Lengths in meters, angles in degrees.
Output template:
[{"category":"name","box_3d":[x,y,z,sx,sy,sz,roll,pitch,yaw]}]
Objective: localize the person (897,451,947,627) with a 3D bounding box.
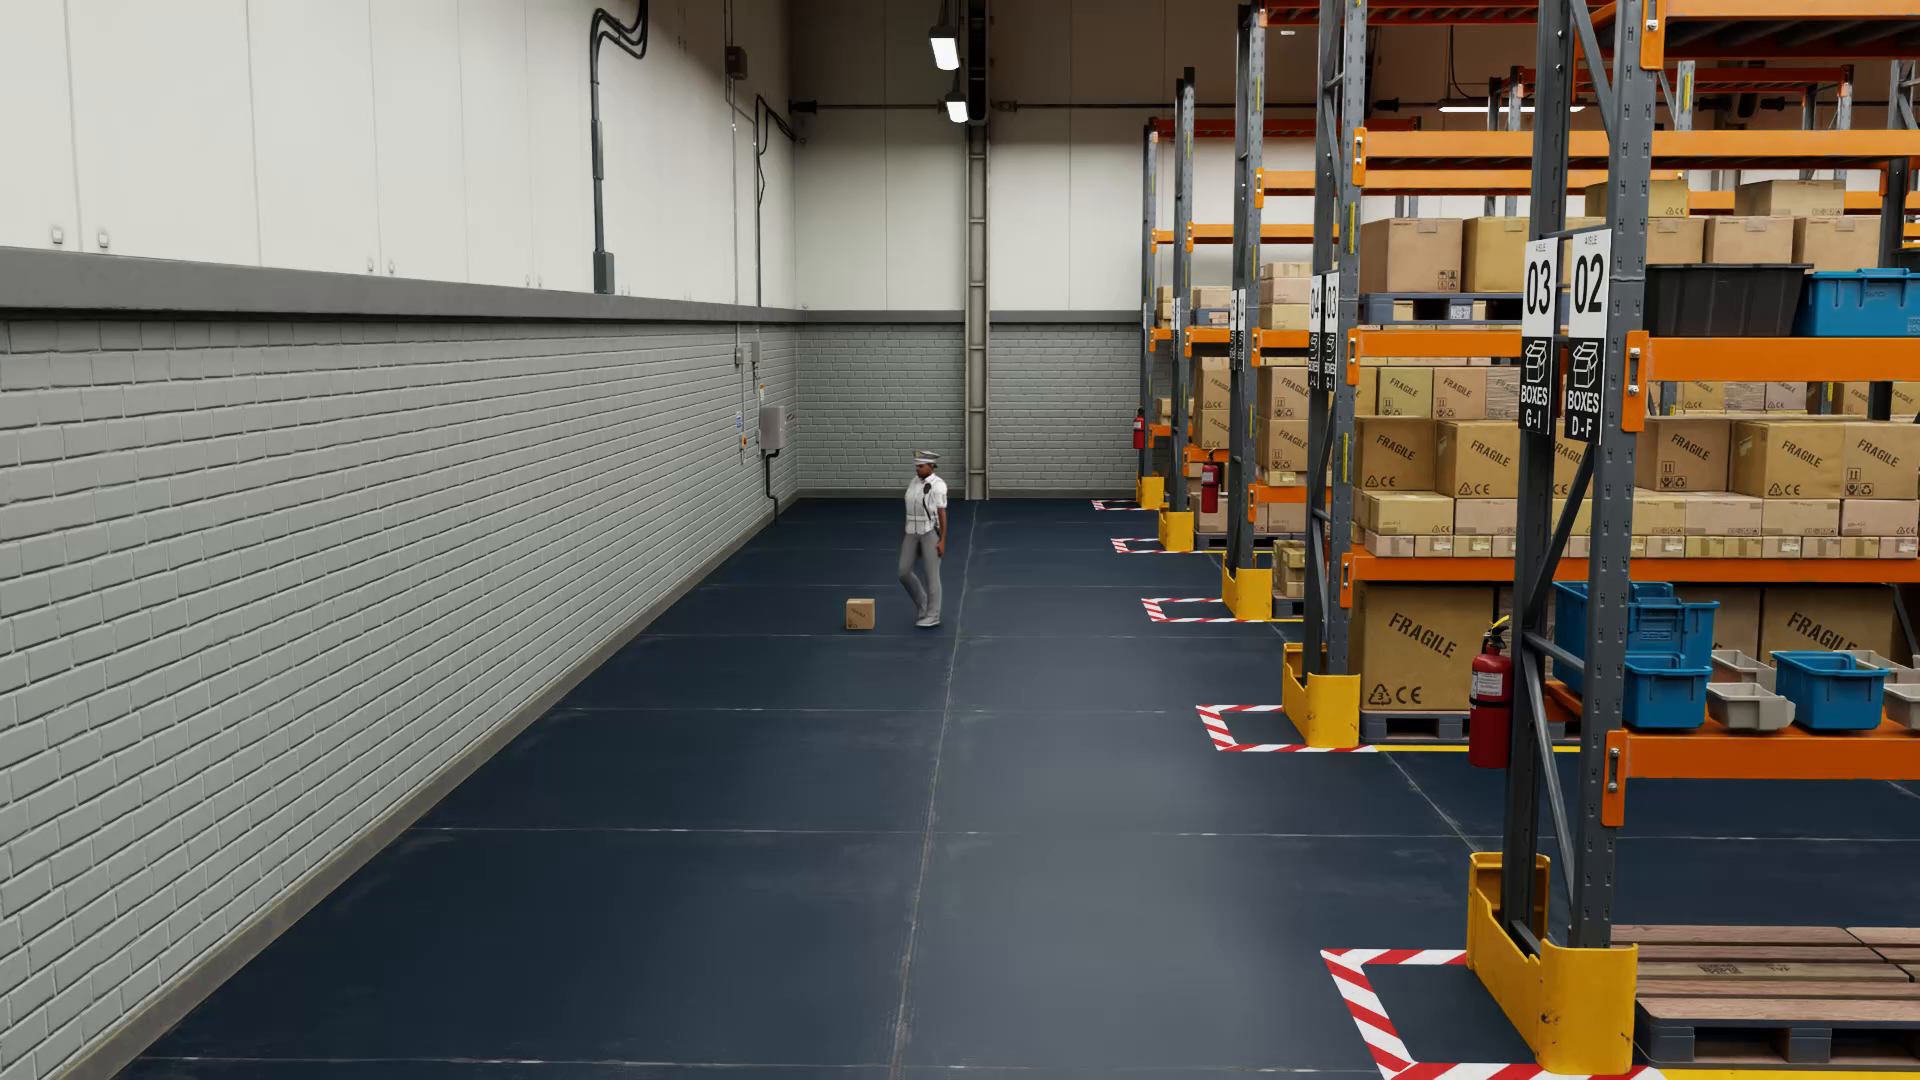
[{"category":"person","box_3d":[-0.338,-0.027,15.847,0.476,1.667,0.446,6,9,38]}]
